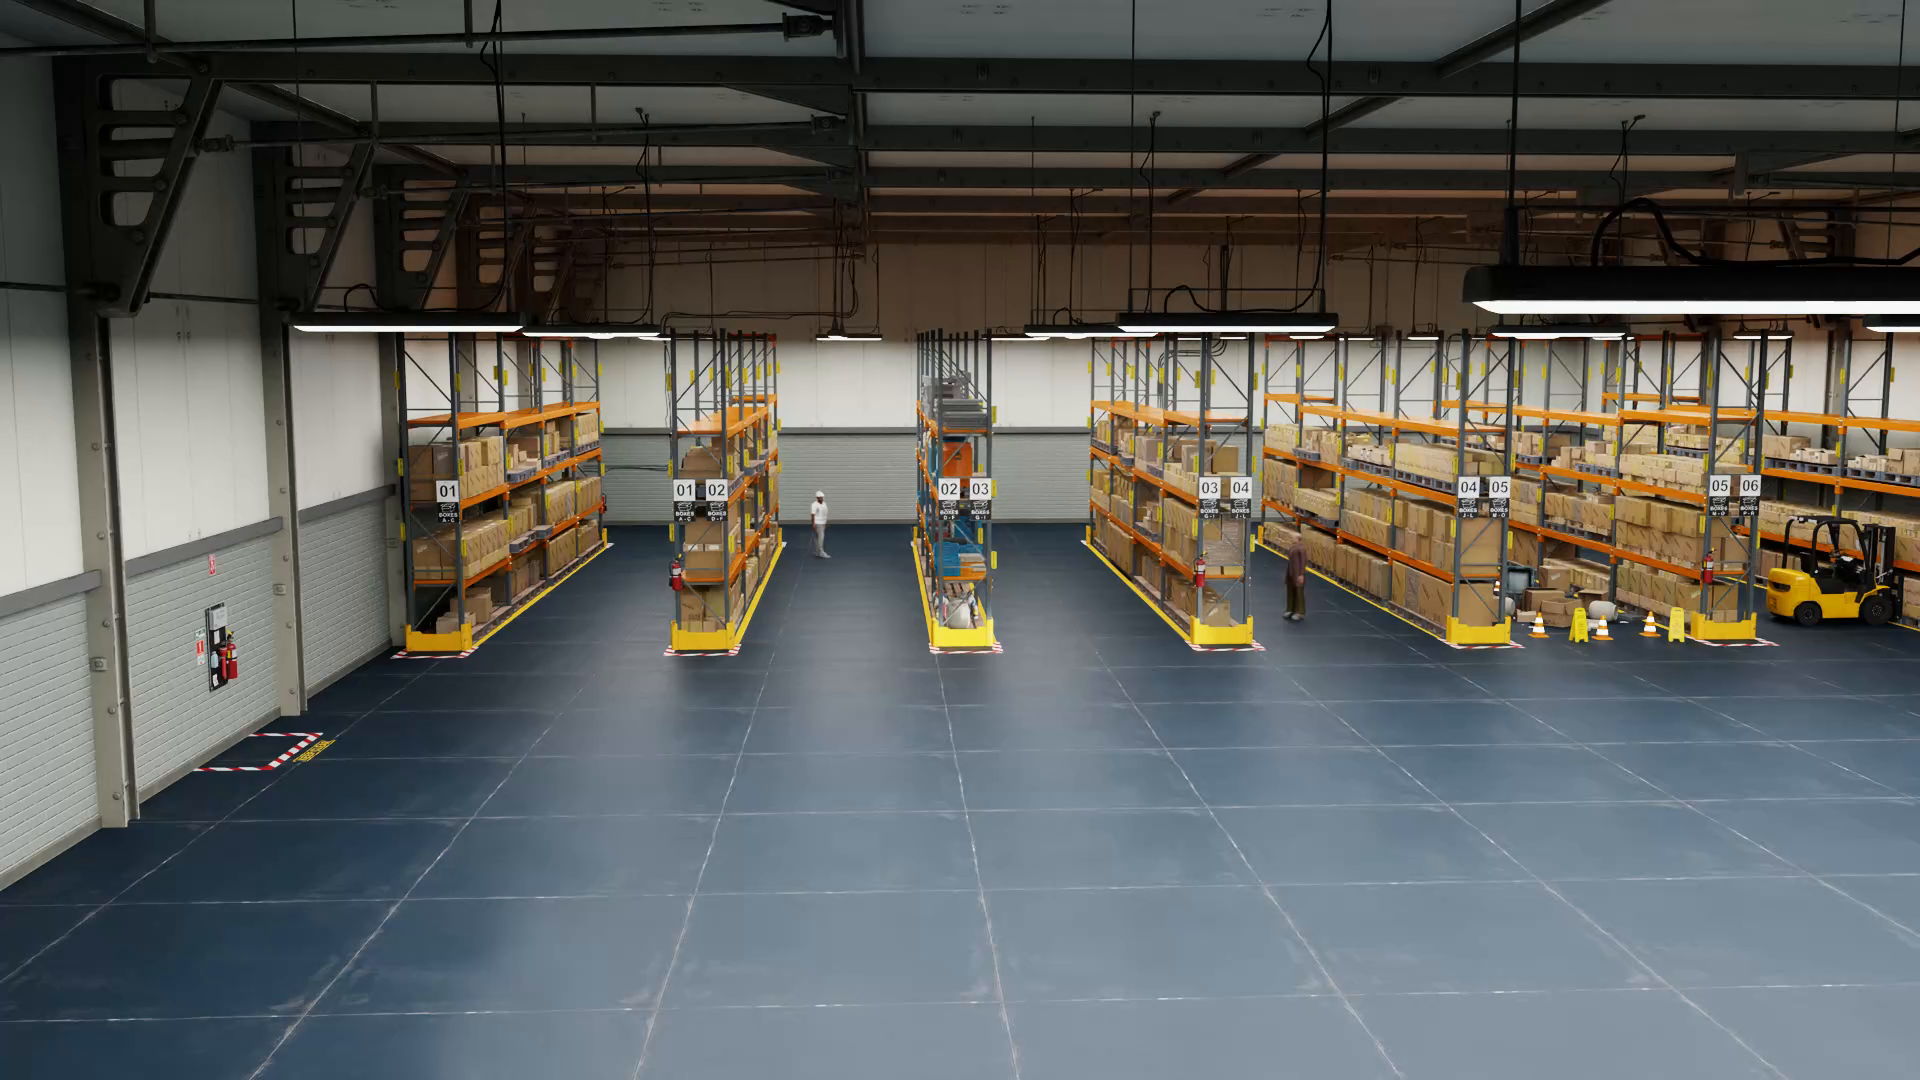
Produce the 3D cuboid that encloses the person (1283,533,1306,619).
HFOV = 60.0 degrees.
[{"bbox_3d":[7.002,0.738,34.750,0.414,1.789,0.603,-4,8,-29],"label":"person"}]

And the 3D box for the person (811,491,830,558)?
[{"bbox_3d":[-3.691,-0.435,44.868,0.582,1.767,0.596,2,7,20],"label":"person"}]
